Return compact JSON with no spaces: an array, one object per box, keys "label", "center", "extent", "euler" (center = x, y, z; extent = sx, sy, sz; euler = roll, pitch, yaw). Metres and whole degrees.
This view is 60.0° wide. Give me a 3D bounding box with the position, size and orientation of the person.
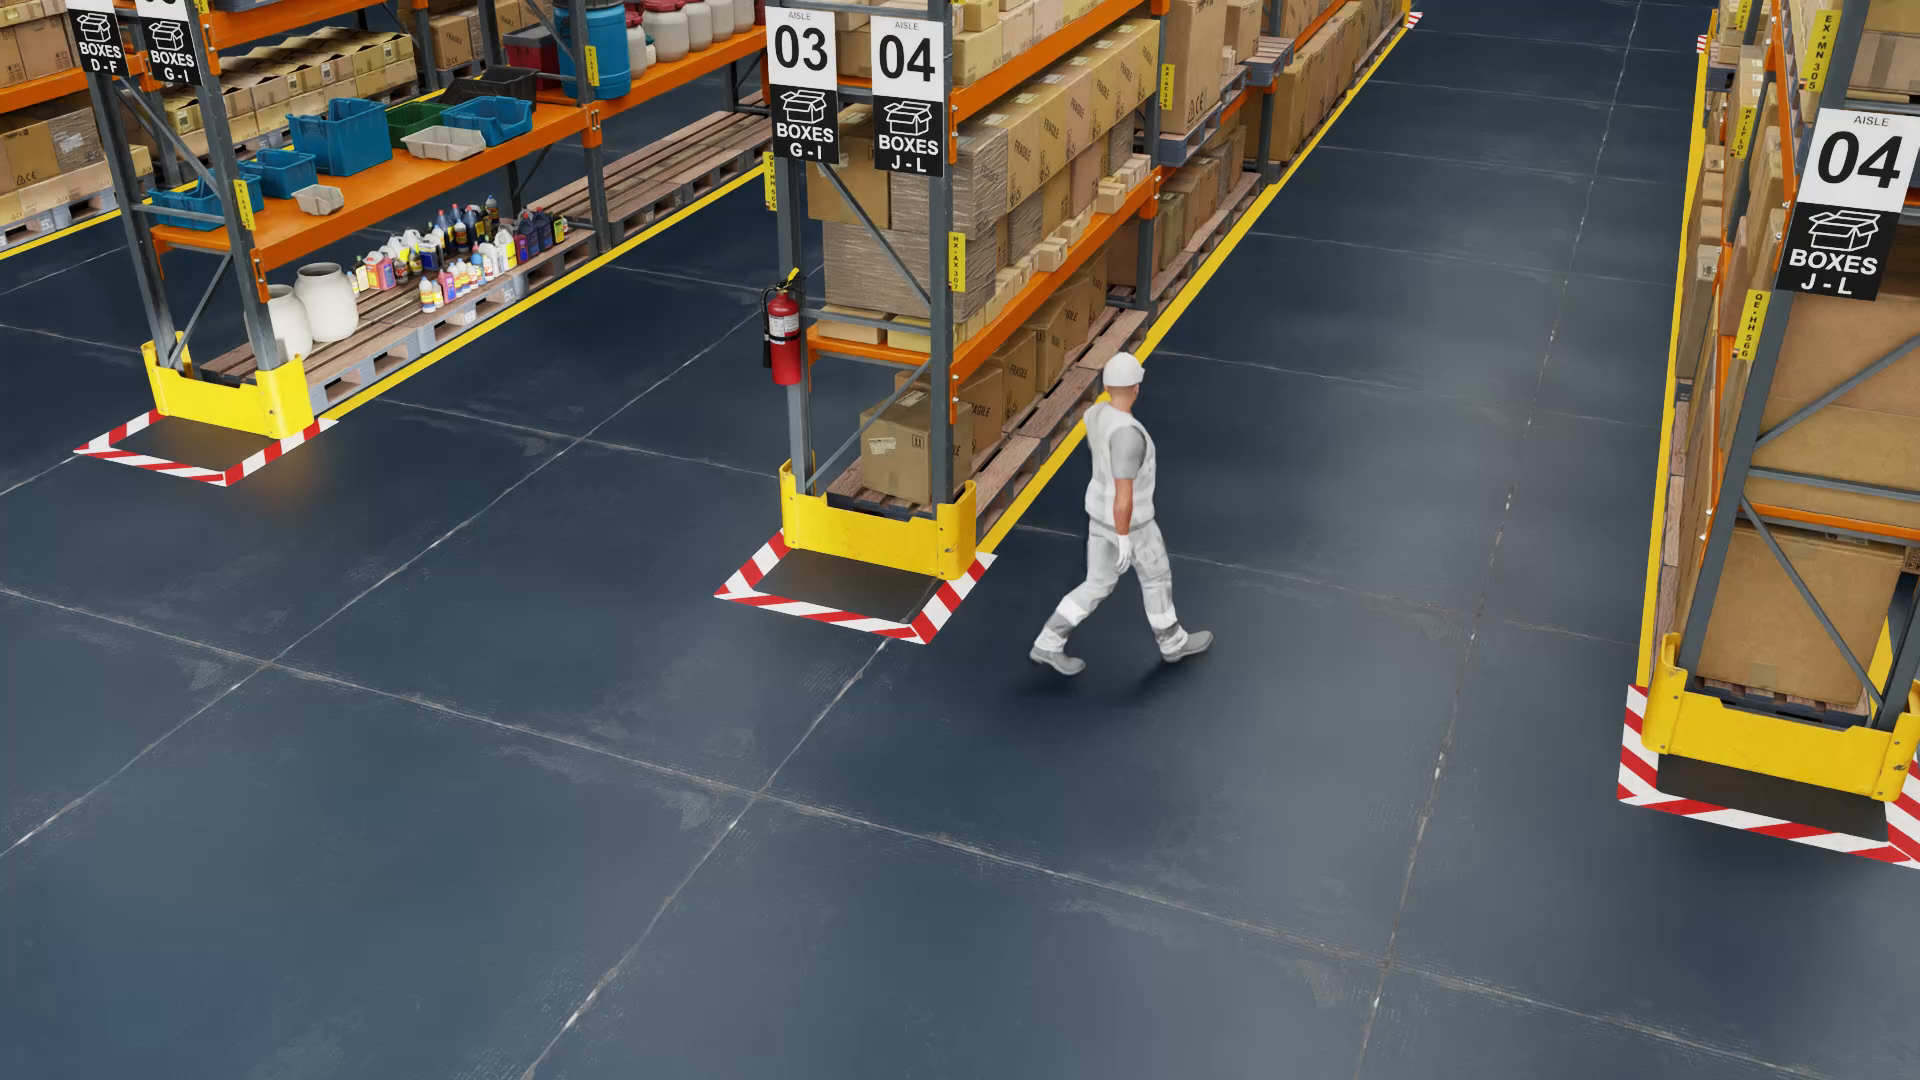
[{"label":"person","center":[0.841,-0.122,8.631],"extent":[1.024,1.734,0.628],"euler":[-12,32,-21]}]
